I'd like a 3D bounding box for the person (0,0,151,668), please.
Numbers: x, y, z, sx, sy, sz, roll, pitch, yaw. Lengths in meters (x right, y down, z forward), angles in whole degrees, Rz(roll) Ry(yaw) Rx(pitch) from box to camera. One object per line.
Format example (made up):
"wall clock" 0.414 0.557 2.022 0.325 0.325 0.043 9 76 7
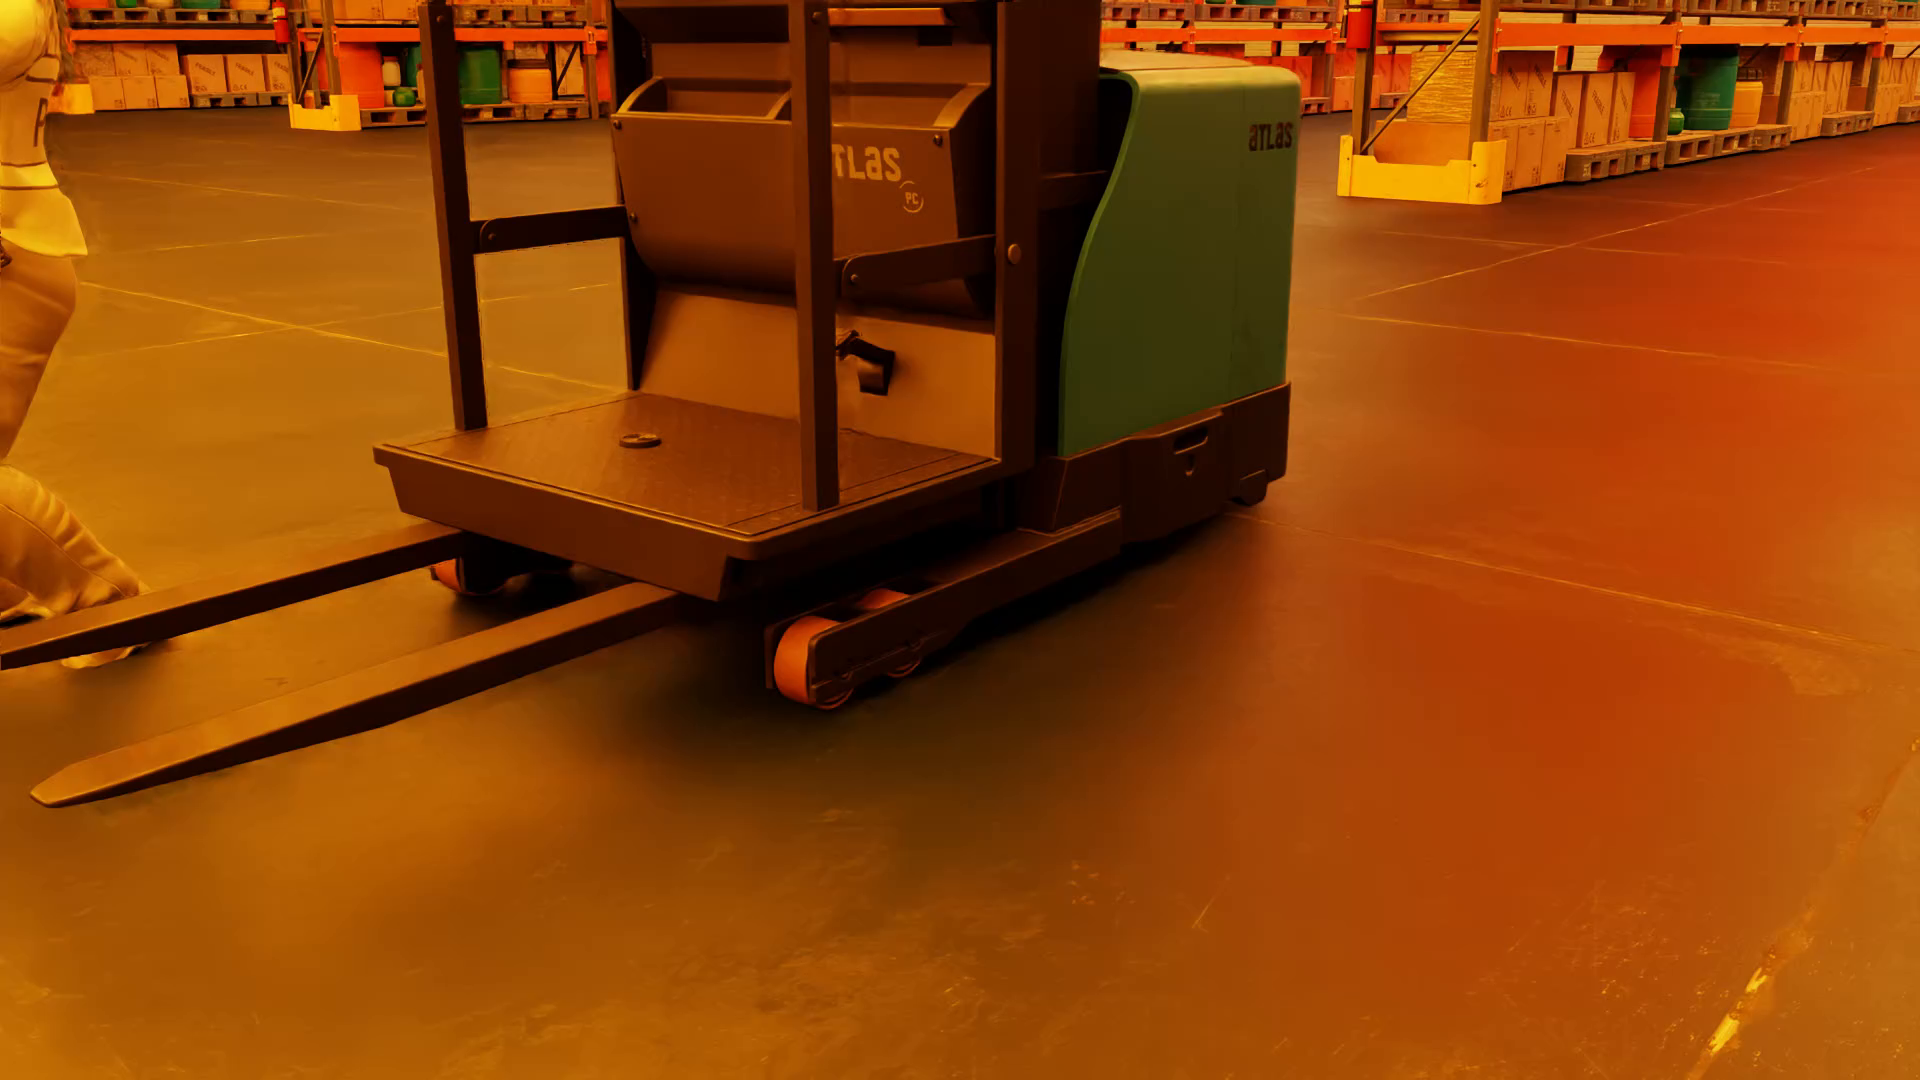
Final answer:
"person" -1.941 -0.475 3.006 0.675 1.588 0.702 -14 22 -39

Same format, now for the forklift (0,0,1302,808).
"forklift" -0.468 -1.263 3.057 1.130 2.935 3.031 13 21 36
